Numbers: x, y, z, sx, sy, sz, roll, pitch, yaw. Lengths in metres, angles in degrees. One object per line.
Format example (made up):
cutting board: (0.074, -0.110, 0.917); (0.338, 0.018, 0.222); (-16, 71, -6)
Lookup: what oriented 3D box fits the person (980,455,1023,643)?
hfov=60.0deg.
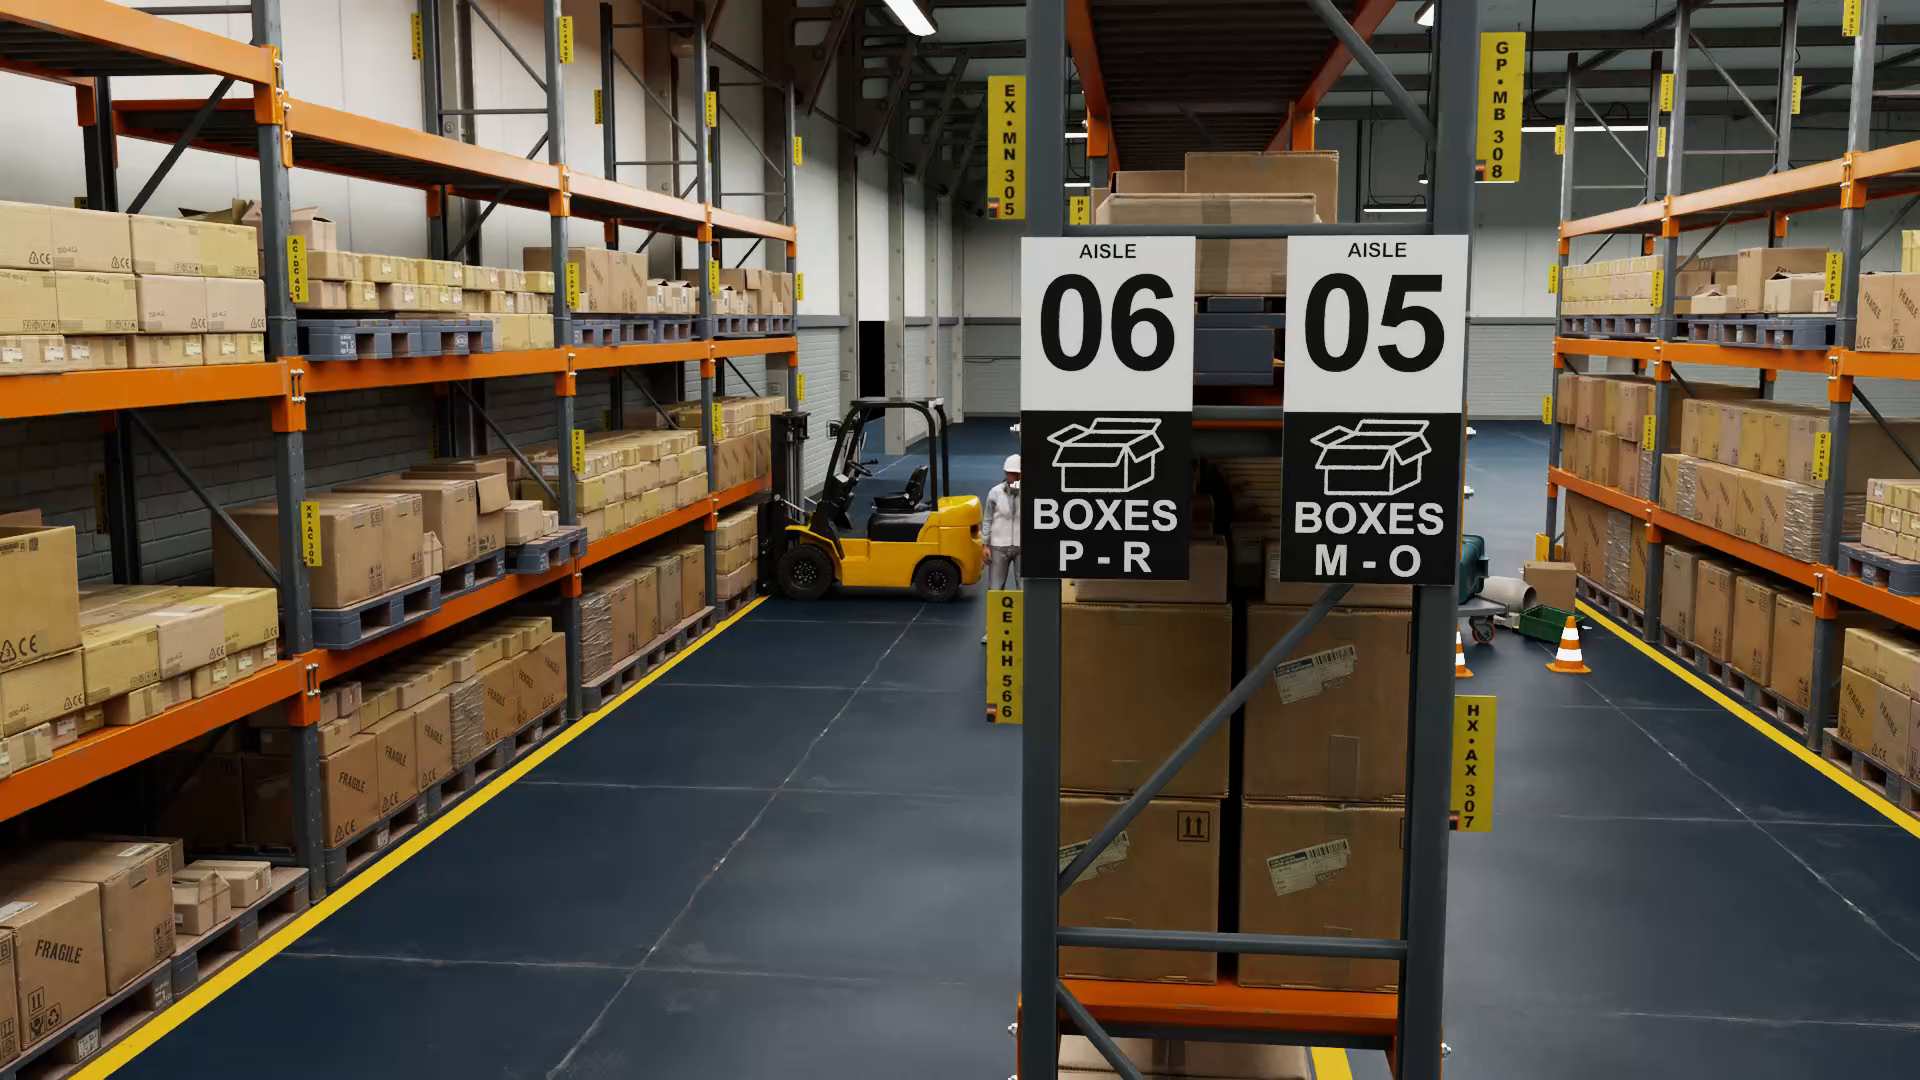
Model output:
person: (0.493, 0.080, 15.584); (0.595, 1.772, 0.460); (0, 8, 2)
